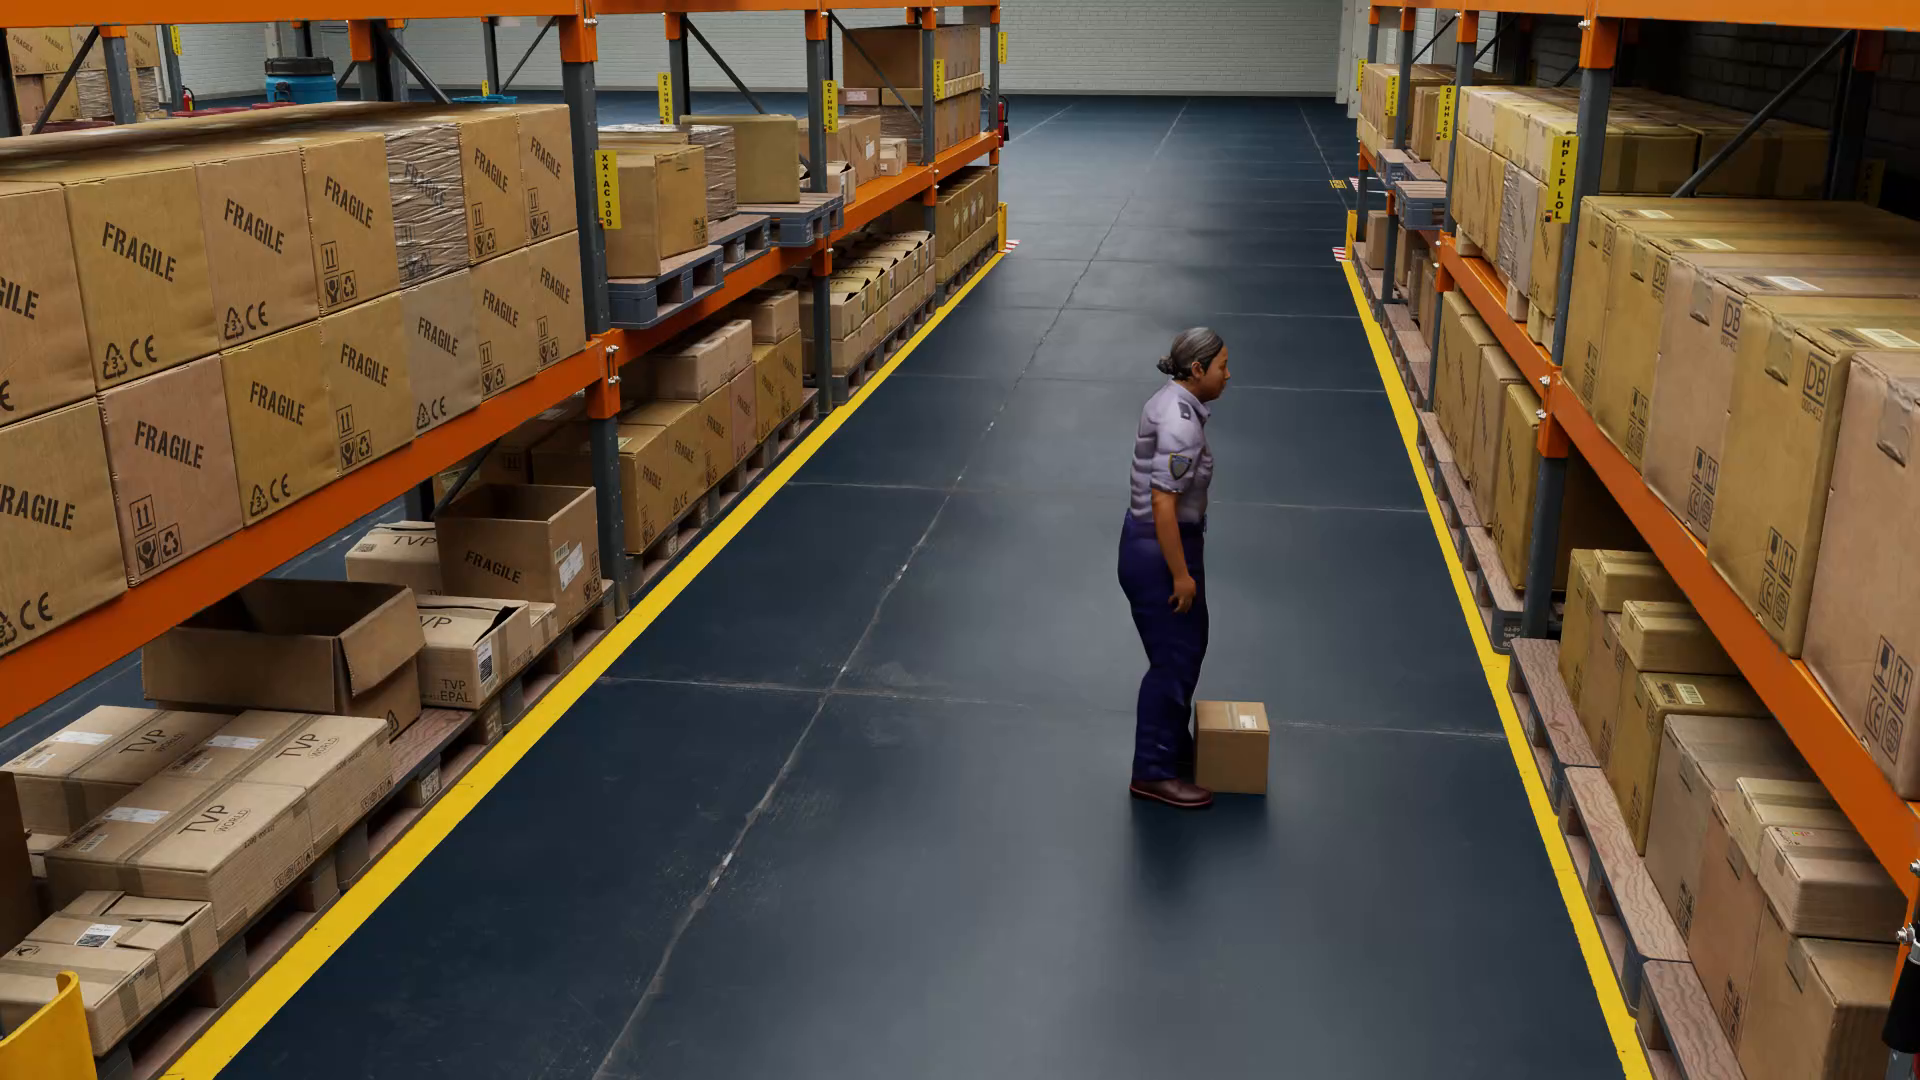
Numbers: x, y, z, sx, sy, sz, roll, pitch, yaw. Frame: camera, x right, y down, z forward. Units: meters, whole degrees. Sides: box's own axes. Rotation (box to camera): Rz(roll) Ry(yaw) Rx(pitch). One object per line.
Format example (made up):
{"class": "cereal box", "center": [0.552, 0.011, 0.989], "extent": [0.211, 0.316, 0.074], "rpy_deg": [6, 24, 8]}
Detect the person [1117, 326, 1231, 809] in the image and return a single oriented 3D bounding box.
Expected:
{"class": "person", "center": [0.767, 0.082, 5.841], "extent": [0.426, 1.636, 0.560], "rpy_deg": [2, 18, 5]}
